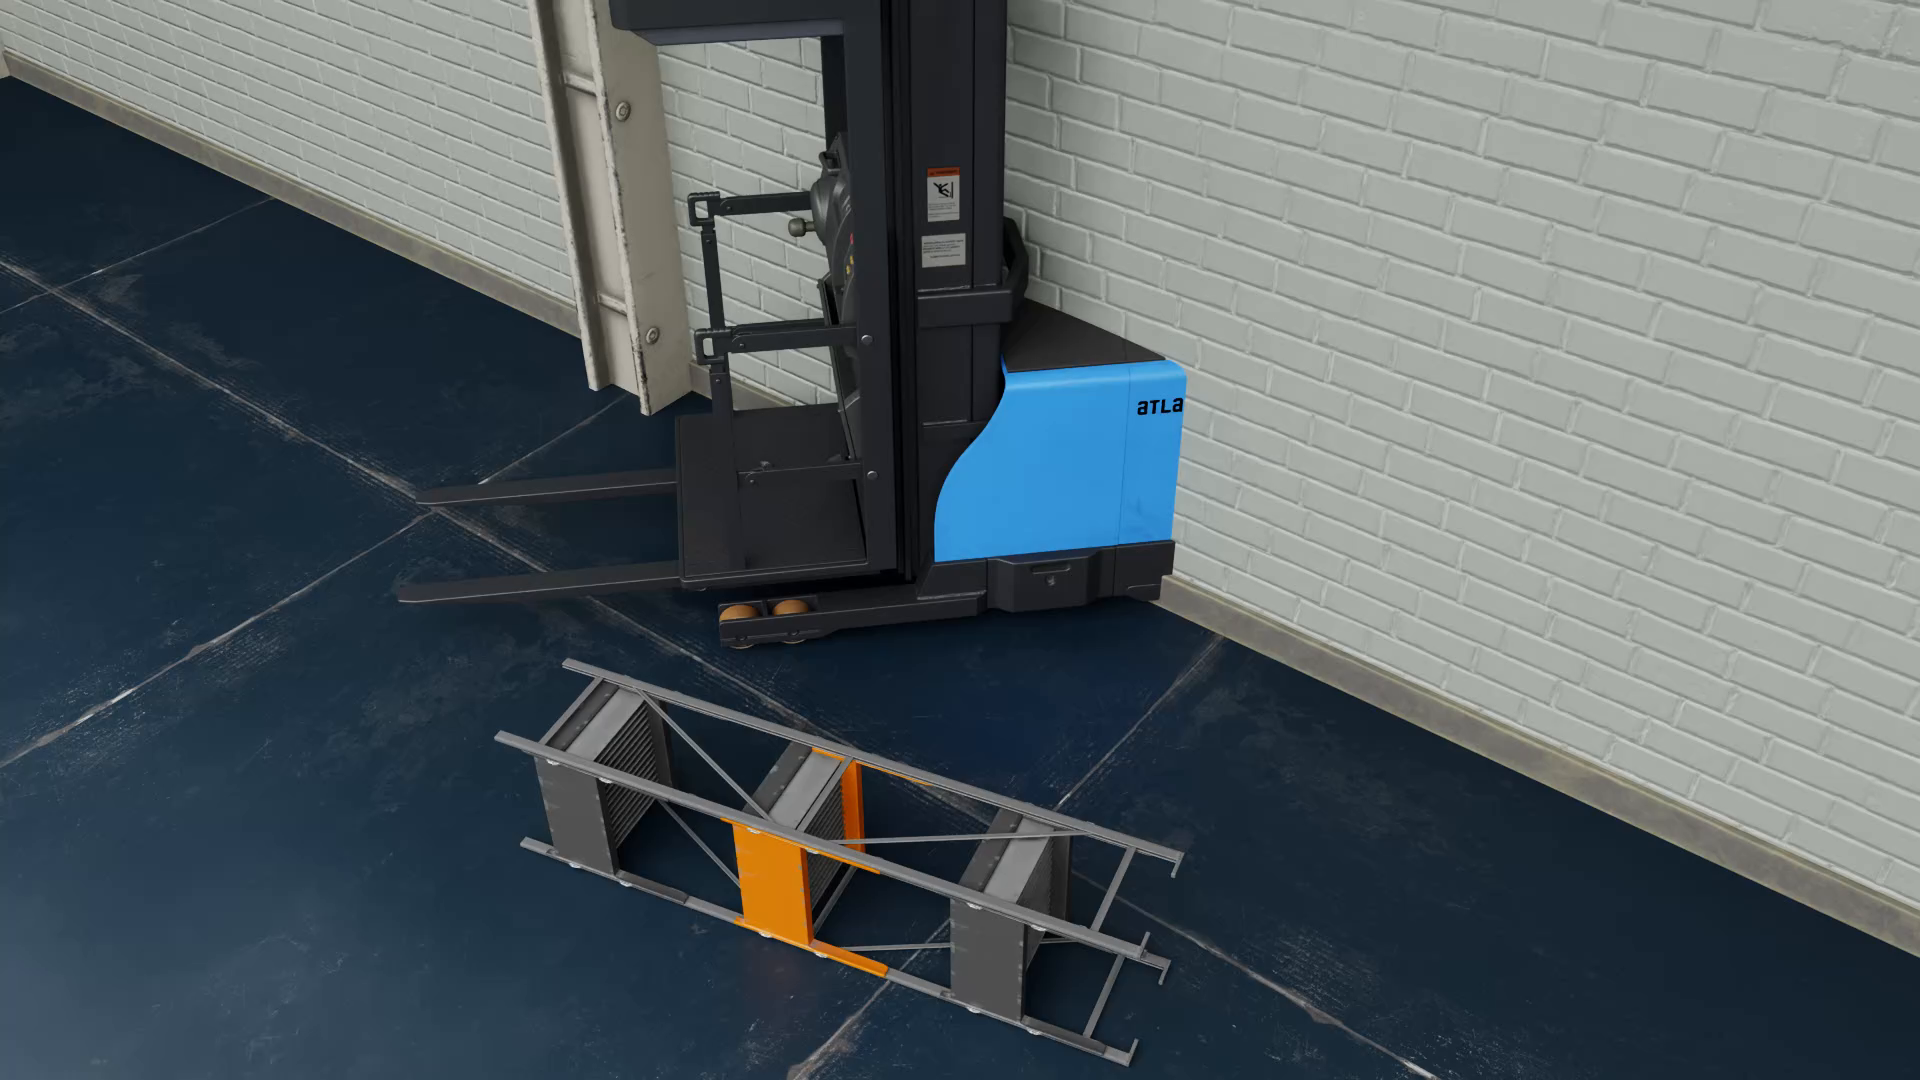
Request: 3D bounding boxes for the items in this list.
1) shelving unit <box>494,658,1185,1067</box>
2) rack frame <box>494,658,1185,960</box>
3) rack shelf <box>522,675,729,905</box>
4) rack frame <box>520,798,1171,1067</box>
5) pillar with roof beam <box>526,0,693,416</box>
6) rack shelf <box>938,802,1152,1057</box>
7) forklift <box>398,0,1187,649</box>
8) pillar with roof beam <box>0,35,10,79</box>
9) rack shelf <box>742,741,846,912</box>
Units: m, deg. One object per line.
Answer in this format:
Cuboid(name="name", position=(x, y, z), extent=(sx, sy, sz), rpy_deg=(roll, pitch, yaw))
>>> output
Cuboid(name="shelving unit", position=(-0.398, 0.952, 5.115), extent=(2.100, 0.503, 0.431), rpy_deg=(15, 40, 18))
Cuboid(name="rack frame", position=(-0.398, 0.760, 4.965), extent=(2.100, 0.015, 0.400), rpy_deg=(15, 40, 18))
Cuboid(name="rack shelf", position=(-1.028, 0.784, 5.330), extent=(0.518, 0.480, 0.431), rpy_deg=(15, 40, 18))
Cuboid(name="rack frame", position=(-0.398, 1.144, 5.265), extent=(2.100, 0.015, 0.400), rpy_deg=(15, 40, 18))
Cuboid(name="pillar with roof beam", position=(-4.074, -2.140, 2.183), extent=(0.400, 9.000, 9.100), rpy_deg=(25, 45, 29))
Cuboid(name="rack shelf", position=(0.257, 1.127, 4.892), extent=(0.518, 0.480, 0.431), rpy_deg=(15, 40, 18))
Cuboid(name="forklift", position=(-0.617, -1.097, 5.773), extent=(3.031, 2.935, 1.130), rpy_deg=(-5, 38, -7))
Cuboid(name="pillar with roof beam", position=(-8.840, -4.387, 5.053), extent=(0.400, 9.000, 9.100), rpy_deg=(25, 45, 29))
Cuboid(name="rack shelf", position=(-0.511, 0.922, 5.154), extent=(0.174, 0.457, 0.368), rpy_deg=(15, 40, 18))
